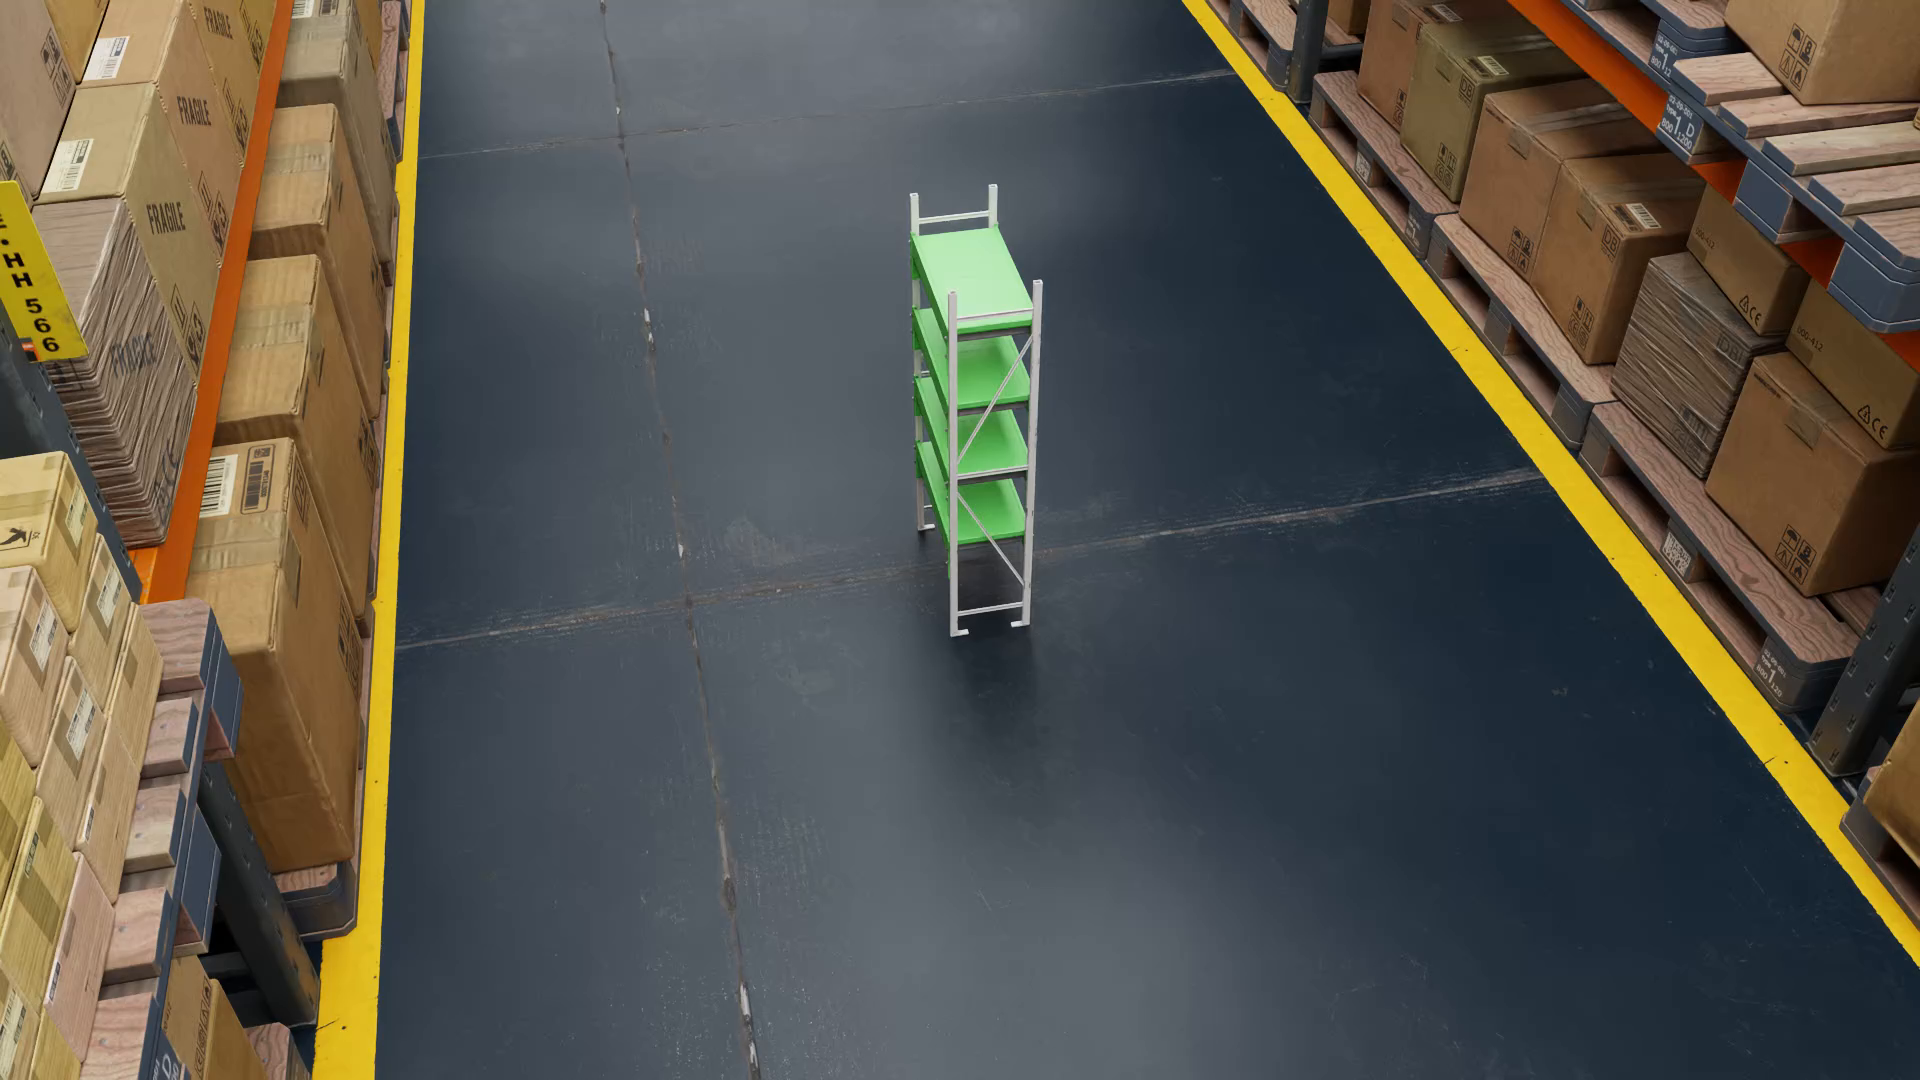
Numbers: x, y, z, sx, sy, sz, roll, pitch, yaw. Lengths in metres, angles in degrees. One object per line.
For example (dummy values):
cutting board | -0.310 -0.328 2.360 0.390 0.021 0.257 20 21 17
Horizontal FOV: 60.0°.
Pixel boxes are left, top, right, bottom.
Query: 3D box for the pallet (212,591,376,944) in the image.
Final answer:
pallet | -2.123 0.585 4.431 1.003 0.211 1.213 -8 42 -9

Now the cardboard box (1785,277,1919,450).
cardboard box | 2.664 -0.521 4.564 0.500 0.250 0.500 -7 42 -8

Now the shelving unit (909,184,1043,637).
shelving unit | 0.036 -0.341 4.731 0.258 1.200 0.503 -8 42 -9

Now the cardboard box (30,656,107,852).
cardboard box | -1.416 0.318 2.281 0.380 0.149 0.250 -7 42 -8

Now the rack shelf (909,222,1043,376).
rack shelf | 0.036 -0.653 4.455 0.258 0.148 0.480 -8 42 -9

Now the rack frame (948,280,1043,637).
rack frame | 0.088 -0.183 4.553 0.240 1.200 0.015 -8 42 -9

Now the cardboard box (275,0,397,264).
cardboard box | -2.668 -1.455 6.007 1.050 0.750 0.750 -9 42 -10

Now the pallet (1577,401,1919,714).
pallet | 2.671 -0.045 5.141 1.003 0.211 1.213 -8 42 -9

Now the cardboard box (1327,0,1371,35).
cardboard box | 1.928 -2.661 7.555 0.500 0.500 0.500 -10 42 -11

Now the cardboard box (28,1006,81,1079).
cardboard box | -1.313 0.745 2.024 0.380 0.149 0.250 -9 42 -10

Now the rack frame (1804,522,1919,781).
rack frame | 2.838 -0.581 3.645 1.000 3.000 0.127 -8 42 -9

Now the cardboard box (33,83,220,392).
cardboard box | -1.972 -0.632 3.627 0.500 0.500 0.500 -9 42 -10

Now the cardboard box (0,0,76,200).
cardboard box | -2.224 -0.967 3.251 0.700 0.500 0.500 -9 42 -10

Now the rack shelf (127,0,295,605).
rack shelf | -2.458 -0.963 4.617 1.077 0.370 4.000 -8 42 -9

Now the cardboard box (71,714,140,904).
cardboard box | -1.420 0.416 2.394 0.380 0.149 0.250 -8 42 -9

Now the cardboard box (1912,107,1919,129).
cardboard box | 2.683 -1.120 3.860 0.500 0.500 0.500 -13 43 -15

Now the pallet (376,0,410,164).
pallet | -2.978 -1.990 7.332 1.003 0.211 1.213 -8 42 -9

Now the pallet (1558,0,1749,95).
pallet | 2.371 -1.786 5.147 1.003 0.211 1.213 -8 42 -9

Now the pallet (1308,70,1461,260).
pallet | 2.144 -1.626 6.923 1.003 0.211 1.213 -8 42 -9

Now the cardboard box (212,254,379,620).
cardboard box | -2.262 -0.225 4.622 1.050 0.750 0.750 -8 42 -9

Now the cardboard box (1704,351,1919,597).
cardboard box | 2.674 -0.242 4.815 0.700 0.500 0.500 -10 43 -12

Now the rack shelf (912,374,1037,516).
rack shelf | 0.036 -0.294 4.773 0.258 0.148 0.480 -8 42 -9

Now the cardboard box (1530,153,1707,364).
cardboard box | 2.413 -0.966 5.630 0.700 0.500 0.500 -5 42 -6

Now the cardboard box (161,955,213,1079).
cardboard box | -1.623 0.968 2.902 0.500 0.250 0.500 -9 42 -10

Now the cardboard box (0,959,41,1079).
cardboard box | -1.303 0.650 1.907 0.380 0.149 0.250 -8 42 -9

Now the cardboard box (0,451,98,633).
cardboard box | -1.473 0.031 2.380 0.380 0.149 0.250 -10 43 -11

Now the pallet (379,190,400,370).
pallet | -2.650 -0.996 6.213 1.003 0.211 1.213 -8 42 -9

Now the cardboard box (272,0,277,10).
cardboard box | -2.407 -1.938 5.099 0.500 0.500 0.500 -9 42 -10

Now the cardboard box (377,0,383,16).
cardboard box | -3.156 -2.892 7.533 0.875 0.875 0.875 -8 42 -9

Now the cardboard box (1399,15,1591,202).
cardboard box | 2.171 -1.690 6.446 0.700 0.500 0.500 -9 42 -10

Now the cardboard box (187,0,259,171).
cardboard box | -2.186 -1.282 4.359 0.500 0.500 0.500 -9 42 -10

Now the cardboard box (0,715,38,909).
cardboard box | -1.365 0.364 2.005 0.380 0.149 0.250 -7 42 -8

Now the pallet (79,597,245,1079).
pallet | -1.769 0.583 2.478 1.213 0.211 1.003 -8 42 -9
